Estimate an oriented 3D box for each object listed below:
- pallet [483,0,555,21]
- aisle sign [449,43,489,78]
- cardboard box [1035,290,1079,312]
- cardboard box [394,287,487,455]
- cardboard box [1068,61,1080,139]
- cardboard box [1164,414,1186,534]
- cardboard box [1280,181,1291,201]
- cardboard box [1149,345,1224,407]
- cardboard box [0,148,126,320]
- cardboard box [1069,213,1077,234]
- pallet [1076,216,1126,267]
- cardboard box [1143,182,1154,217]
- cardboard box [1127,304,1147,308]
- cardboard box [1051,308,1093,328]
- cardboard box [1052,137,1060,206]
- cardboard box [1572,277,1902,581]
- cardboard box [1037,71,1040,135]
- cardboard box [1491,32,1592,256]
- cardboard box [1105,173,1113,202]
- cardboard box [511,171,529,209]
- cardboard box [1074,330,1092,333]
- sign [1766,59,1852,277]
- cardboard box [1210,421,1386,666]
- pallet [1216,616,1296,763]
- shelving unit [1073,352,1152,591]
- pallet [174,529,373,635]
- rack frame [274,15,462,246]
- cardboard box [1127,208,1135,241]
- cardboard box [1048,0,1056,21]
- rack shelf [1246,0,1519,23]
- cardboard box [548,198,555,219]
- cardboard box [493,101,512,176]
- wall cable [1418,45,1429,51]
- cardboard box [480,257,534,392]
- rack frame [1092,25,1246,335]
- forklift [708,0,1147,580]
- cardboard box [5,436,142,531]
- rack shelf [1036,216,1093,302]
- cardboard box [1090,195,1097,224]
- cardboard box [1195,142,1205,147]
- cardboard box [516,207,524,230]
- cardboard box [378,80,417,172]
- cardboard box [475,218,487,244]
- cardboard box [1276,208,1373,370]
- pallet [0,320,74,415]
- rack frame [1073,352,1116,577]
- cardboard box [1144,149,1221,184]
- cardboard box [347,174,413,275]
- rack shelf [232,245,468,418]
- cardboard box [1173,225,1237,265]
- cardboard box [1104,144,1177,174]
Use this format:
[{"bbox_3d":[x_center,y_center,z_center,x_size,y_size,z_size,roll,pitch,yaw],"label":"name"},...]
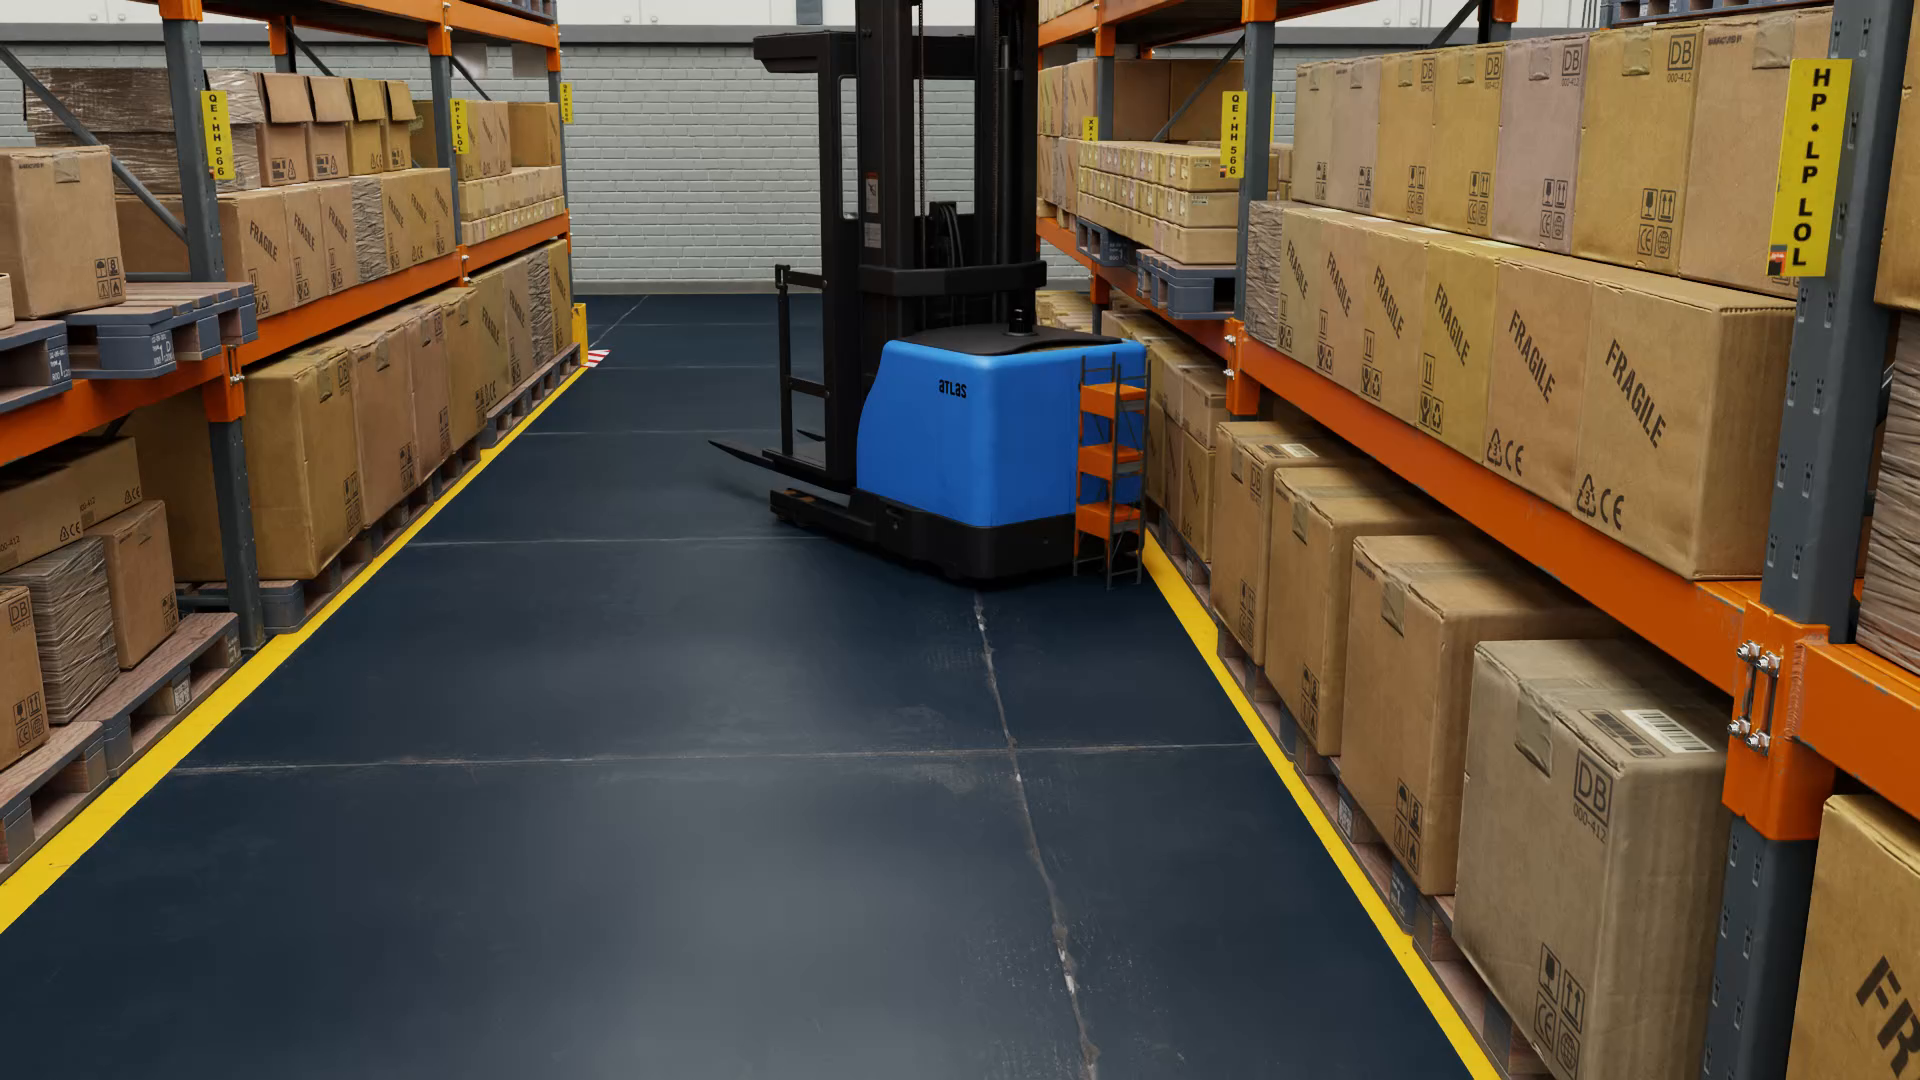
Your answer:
[{"bbox_3d":[-3.796,-4.216,13.051,1.003,0.211,1.213,-1,14,-3],"label":"pallet"},{"bbox_3d":[-4.157,-4.263,13.857,0.394,0.787,0.004,-1,14,-3],"label":"aisle sign"},{"bbox_3d":[0.797,-2.017,14.032,0.380,0.149,0.250,-2,15,-6],"label":"cardboard box"},{"bbox_3d":[-3.545,-1.011,9.858,1.225,0.875,0.875,-1,14,-3],"label":"cardboard box"},{"bbox_3d":[1.015,-2.965,11.227,0.500,0.500,0.500,-1,14,-5],"label":"cardboard box"},{"bbox_3d":[1.270,-0.334,7.979,0.500,0.500,0.500,0,14,-1],"label":"cardboard box"},{"bbox_3d":[1.715,-1.598,7.782,0.380,0.149,0.250,-1,14,-3],"label":"cardboard box"},{"bbox_3d":[1.238,-0.826,8.388,0.500,0.250,0.500,-1,14,-2],"label":"cardboard box"},{"bbox_3d":[-3.149,-0.982,5.279,0.700,0.500,0.500,1,14,5],"label":"cardboard box"},{"bbox_3d":[0.981,-2.254,11.772,0.380,0.149,0.250,-2,15,-6],"label":"cardboard box"},{"bbox_3d":[1.254,-1.762,9.740,1.003,0.211,1.213,-1,14,-3],"label":"pallet"},{"bbox_3d":[1.062,-1.588,7.743,0.380,0.149,0.250,-1,14,-3],"label":"cardboard box"},{"bbox_3d":[1.516,-1.768,13.062,0.380,0.149,0.250,0,14,-1],"label":"cardboard box"},{"bbox_3d":[0.899,-1.690,12.761,0.380,0.149,0.250,-1,14,-3],"label":"cardboard box"},{"bbox_3d":[0.970,-2.737,12.347,0.500,0.500,0.500,-1,14,-5],"label":"cardboard box"},{"bbox_3d":[1.548,-0.232,3.206,0.500,0.500,0.500,-1,14,-4],"label":"cardboard box"},{"bbox_3d":[0.867,-3.603,13.706,0.500,0.500,0.500,-1,14,-4],"label":"cardboard box"},{"bbox_3d":[1.746,-0.967,4.059,0.700,0.500,0.500,-1,14,-3],"label":"cardboard box"},{"bbox_3d":[0.987,-1.908,8.985,0.380,0.149,0.250,0,14,-1],"label":"cardboard box"},{"bbox_3d":[-3.459,-2.563,12.173,0.500,0.250,0.500,-1,14,-3],"label":"cardboard box"},{"bbox_3d":[0.992,-1.367,11.505,0.380,0.149,0.250,-1,14,-4],"label":"cardboard box"},{"bbox_3d":[1.307,-0.569,2.554,0.100,0.325,0.005,-1,14,-3],"label":"sign"},{"bbox_3d":[1.548,-0.013,6.231,1.050,0.750,0.750,-1,14,-4],"label":"cardboard box"},{"bbox_3d":[1.573,0.495,6.178,1.003,0.211,1.213,-1,14,-3],"label":"pallet"},{"bbox_3d":[0.696,-0.316,7.635,0.215,1.050,0.252,-10,19,-35],"label":"shelving unit"},{"bbox_3d":[-3.331,0.152,7.511,1.003,0.211,1.213,-1,14,-3],"label":"pallet"},{"bbox_3d":[-3.605,-1.996,10.263,1.000,3.000,0.127,-1,14,-3],"label":"rack frame"},{"bbox_3d":[1.036,-1.569,8.265,0.380,0.149,0.250,0,14,-2],"label":"cardboard box"},{"bbox_3d":[0.950,-4.048,12.519,0.500,0.250,0.500,-1,14,-5],"label":"cardboard box"},{"bbox_3d":[1.724,-1.659,4.380,1.077,0.370,4.000,-1,14,-3],"label":"rack shelf"},{"bbox_3d":[-3.470,-2.658,13.341,0.380,0.149,0.250,-1,14,-3],"label":"cardboard box"},{"bbox_3d":[-3.439,-2.805,11.609,0.500,0.500,0.500,-1,14,-5],"label":"cardboard box"},{"bbox_3d":[5.666,-5.053,20.043,0.585,1.953,0.123,-1,14,-3],"label":"wall cable"},{"bbox_3d":[-3.622,-1.559,11.988,0.875,0.875,0.875,-1,14,-3],"label":"cardboard box"},{"bbox_3d":[1.352,-2.047,10.463,1.000,3.000,0.127,-1,14,-3],"label":"rack frame"},{"bbox_3d":[-0.361,-1.546,8.652,1.130,2.935,3.031,-10,18,-34],"label":"forklift"},{"bbox_3d":[-3.286,-0.200,5.914,0.500,0.250,0.500,0,14,-1],"label":"cardboard box"},{"bbox_3d":[1.228,-2.196,12.486,1.077,0.370,4.000,-1,14,-3],"label":"rack shelf"},{"bbox_3d":[0.952,-1.893,9.524,0.380,0.149,0.250,-1,14,-3],"label":"cardboard box"},{"bbox_3d":[1.589,-2.253,9.732,0.380,0.149,0.250,-1,14,-5],"label":"cardboard box"},{"bbox_3d":[-3.389,-2.340,12.107,0.380,0.149,0.250,-1,14,-5],"label":"cardboard box"},{"bbox_3d":[-3.557,-2.371,9.509,0.797,0.503,0.637,-1,14,-5],"label":"cardboard box"},{"bbox_3d":[-3.307,-2.018,10.854,0.380,0.149,0.250,-1,14,-5],"label":"cardboard box"},{"bbox_3d":[1.392,-0.859,5.643,0.500,0.500,0.500,-1,14,-4],"label":"cardboard box"},{"bbox_3d":[-3.193,-0.416,4.510,1.003,0.211,1.213,-1,14,-3],"label":"pallet"},{"bbox_3d":[0.624,-0.345,7.729,0.200,1.050,0.008,-10,19,-35],"label":"rack frame"},{"bbox_3d":[1.062,-1.731,7.702,0.380,0.149,0.250,0,14,-2],"label":"cardboard box"},{"bbox_3d":[-3.240,-1.679,8.832,0.500,0.500,0.500,-1,14,-4],"label":"cardboard box"},{"bbox_3d":[-3.481,-1.150,8.420,1.077,0.370,4.000,-1,14,-3],"label":"rack shelf"},{"bbox_3d":[1.110,-1.250,7.025,0.380,0.149,0.250,-1,14,-3],"label":"cardboard box"},{"bbox_3d":[0.983,-2.053,8.954,0.380,0.149,0.250,-1,14,-4],"label":"cardboard box"}]
